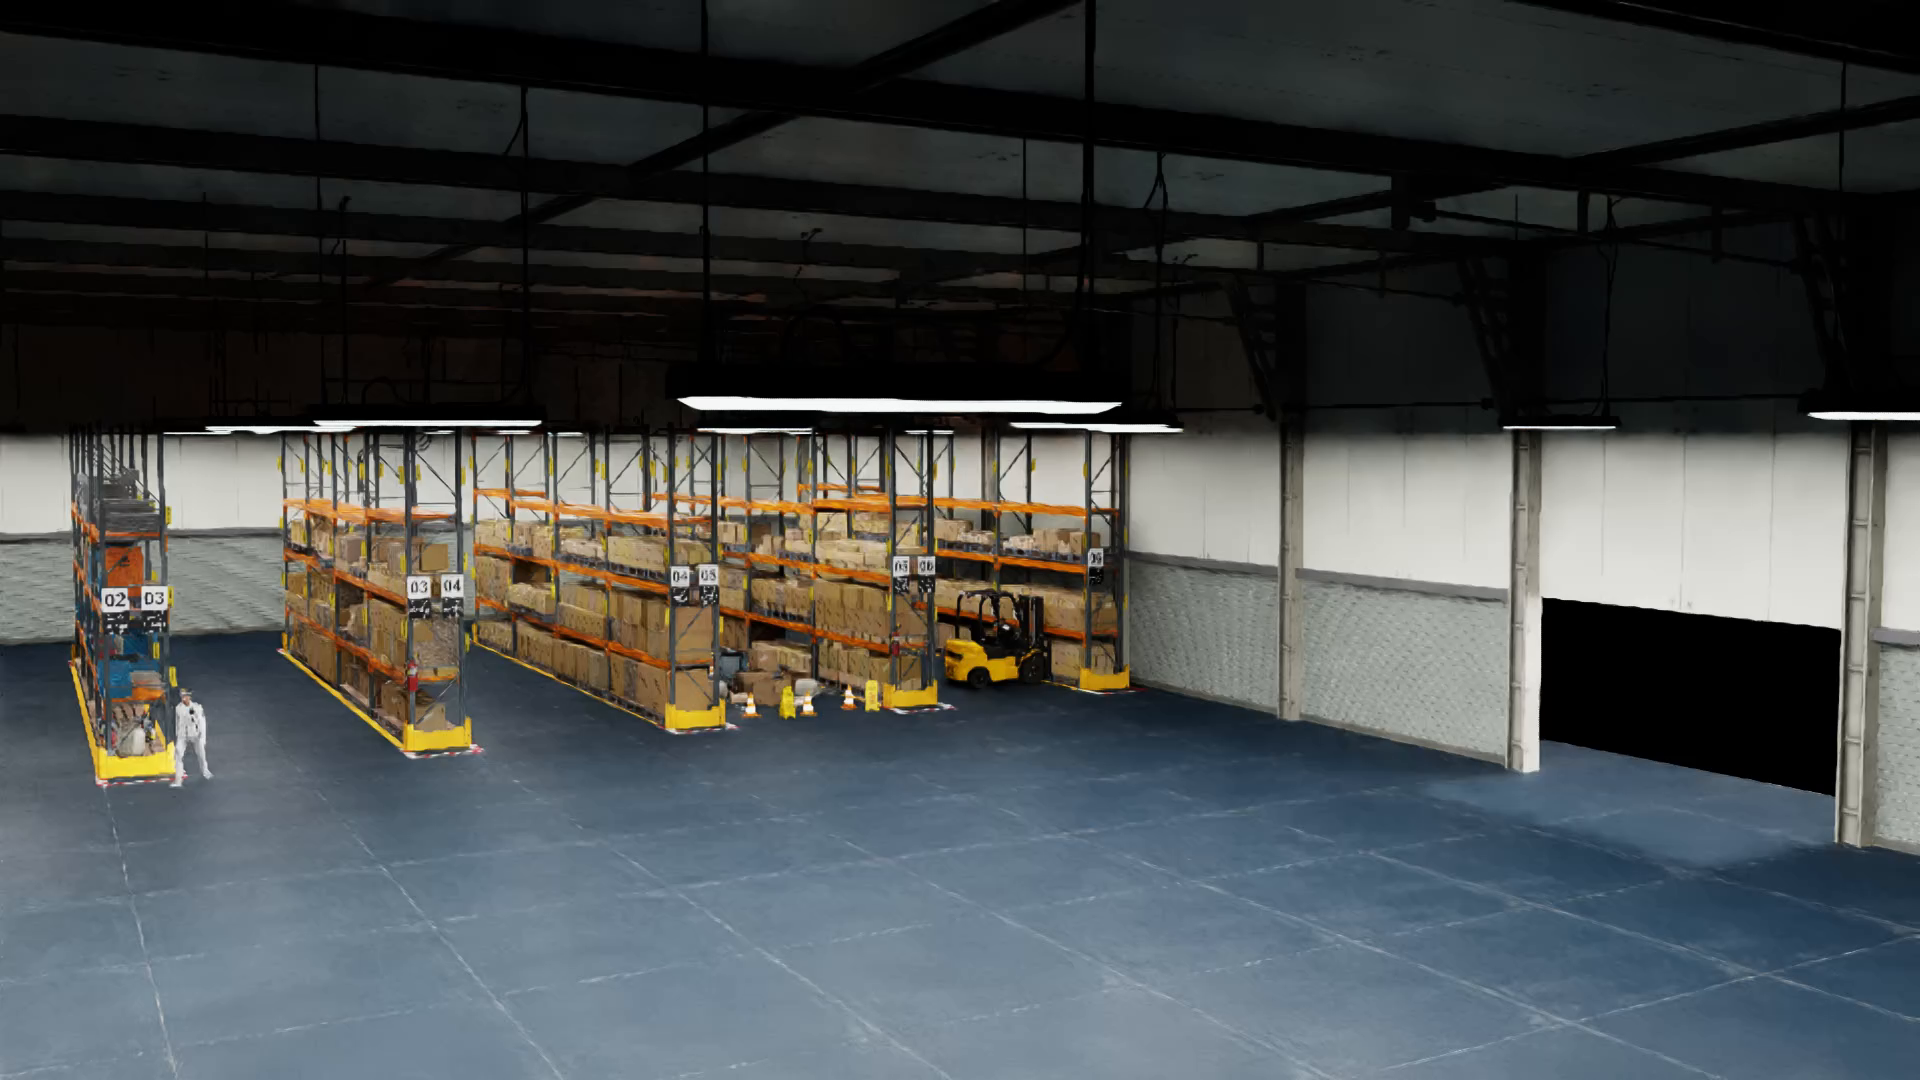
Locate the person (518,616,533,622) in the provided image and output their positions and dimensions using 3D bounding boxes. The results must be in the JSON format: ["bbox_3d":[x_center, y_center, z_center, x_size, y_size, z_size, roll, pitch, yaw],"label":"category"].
[{"bbox_3d":[-13.282,1.737,50.444,0.611,1.753,0.579,0,4,6],"label":"person"}]

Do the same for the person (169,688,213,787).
[{"bbox_3d":[-12.696,3.221,27.447,0.523,1.602,0.943,0,4,-8],"label":"person"}]
